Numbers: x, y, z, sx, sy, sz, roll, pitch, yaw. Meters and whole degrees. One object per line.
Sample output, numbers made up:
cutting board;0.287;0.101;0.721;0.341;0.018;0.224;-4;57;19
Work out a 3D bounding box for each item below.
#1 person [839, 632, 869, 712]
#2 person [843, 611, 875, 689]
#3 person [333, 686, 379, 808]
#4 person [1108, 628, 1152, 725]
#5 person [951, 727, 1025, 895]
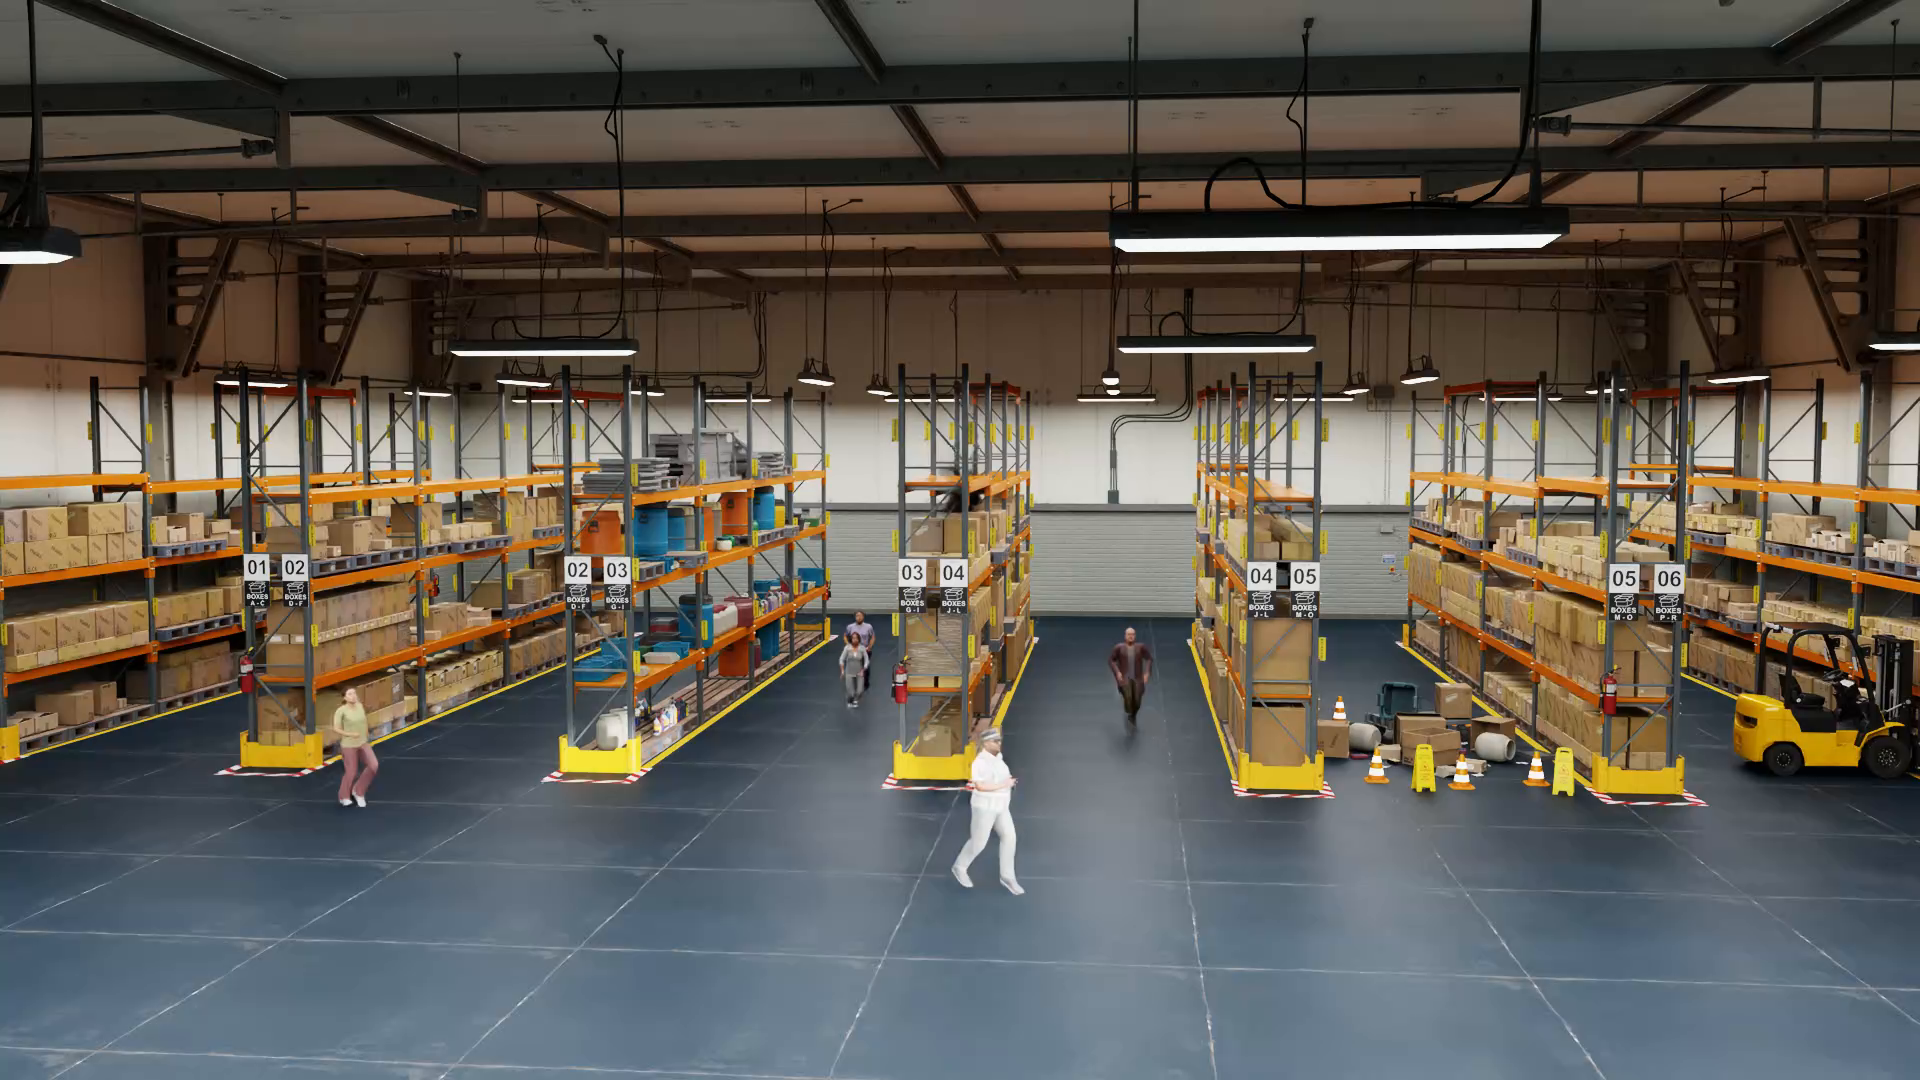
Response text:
person;-1.824;2.294;28.732;0.522;1.427;0.581;0;4;-7
person;-1.907;2.096;31.428;0.614;1.526;0.725;0;4;-4
person;-8.086;2.757;22.211;0.647;1.641;0.586;3;5;37
person;2.834;2.292;27.649;0.743;1.665;0.783;0;4;-1
person;0.295;2.944;18.155;0.848;1.844;0.664;3;4;35
